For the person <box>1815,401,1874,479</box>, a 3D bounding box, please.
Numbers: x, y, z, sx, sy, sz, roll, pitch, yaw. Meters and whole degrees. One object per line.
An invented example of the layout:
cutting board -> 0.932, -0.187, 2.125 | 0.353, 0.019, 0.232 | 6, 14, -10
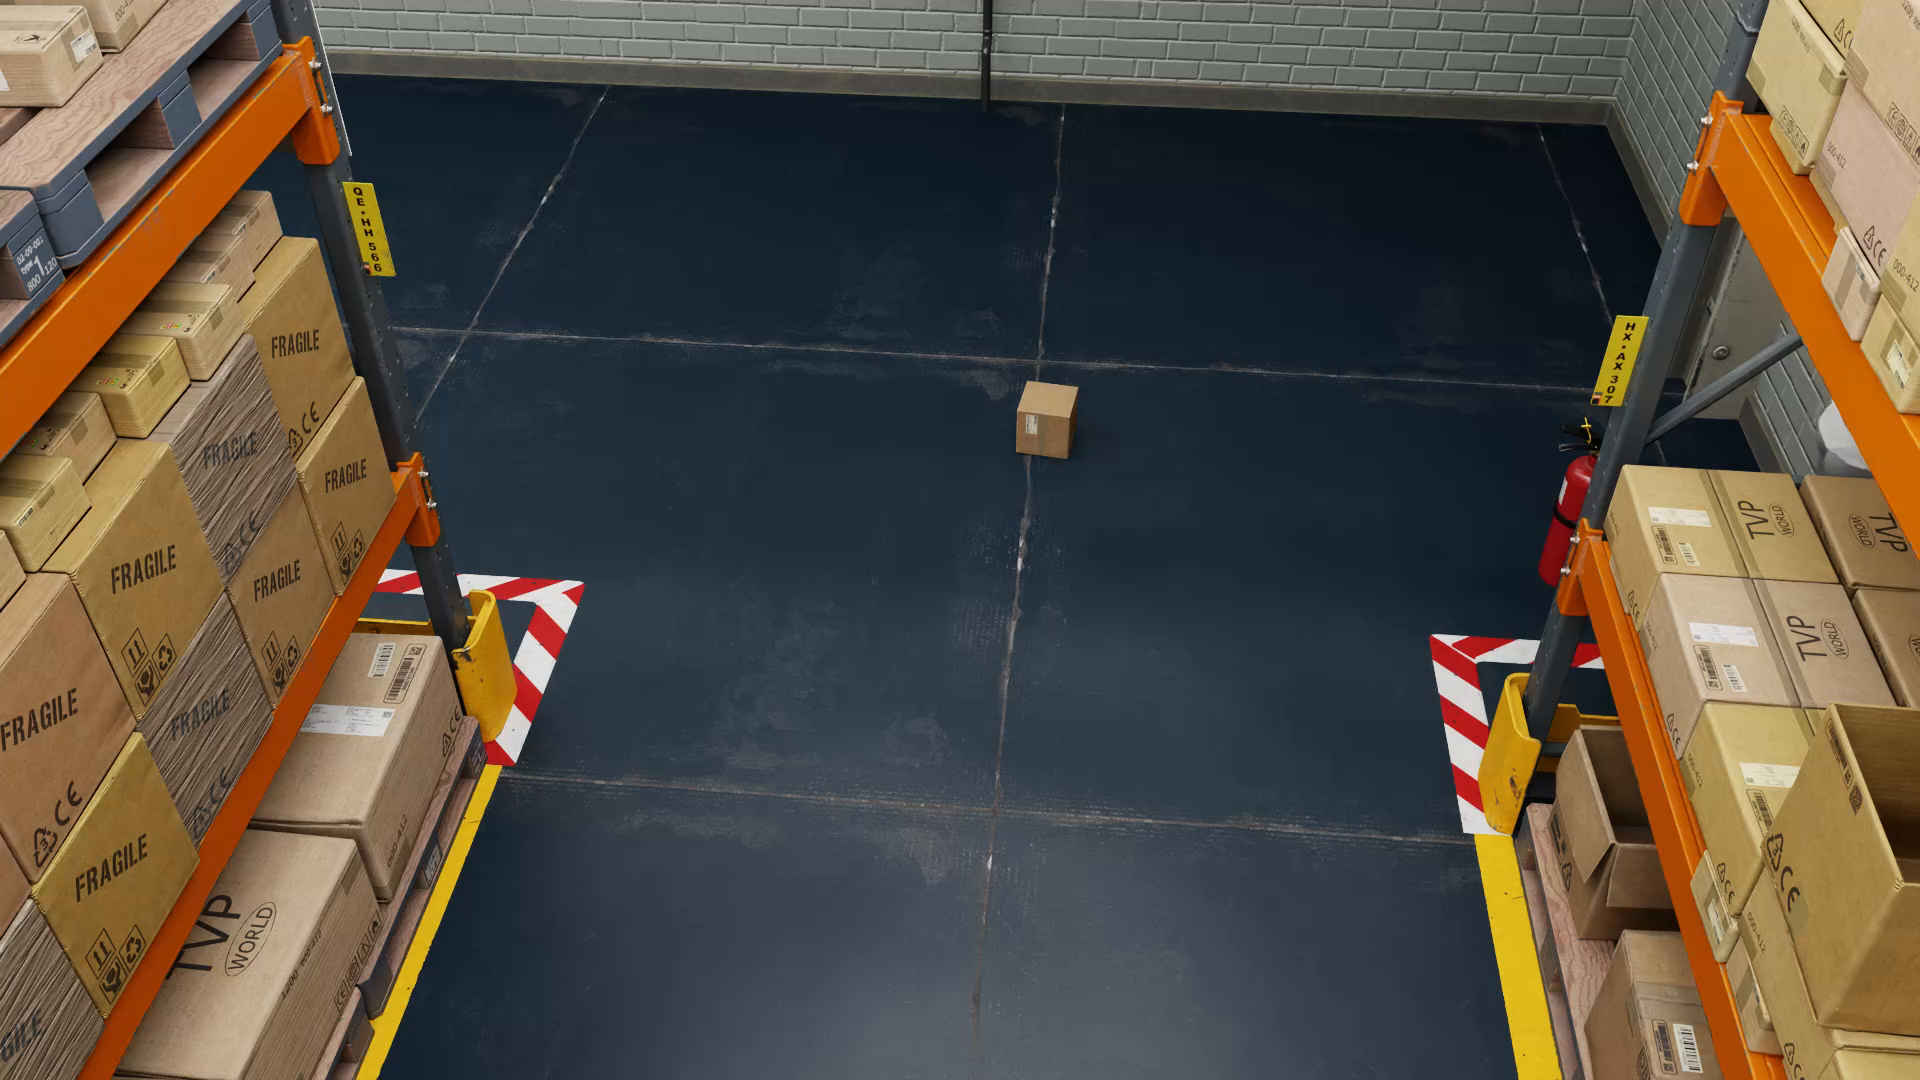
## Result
person -> 3.562, -0.312, 6.515 | 0.422, 1.763, 0.497 | 7, 41, 8
